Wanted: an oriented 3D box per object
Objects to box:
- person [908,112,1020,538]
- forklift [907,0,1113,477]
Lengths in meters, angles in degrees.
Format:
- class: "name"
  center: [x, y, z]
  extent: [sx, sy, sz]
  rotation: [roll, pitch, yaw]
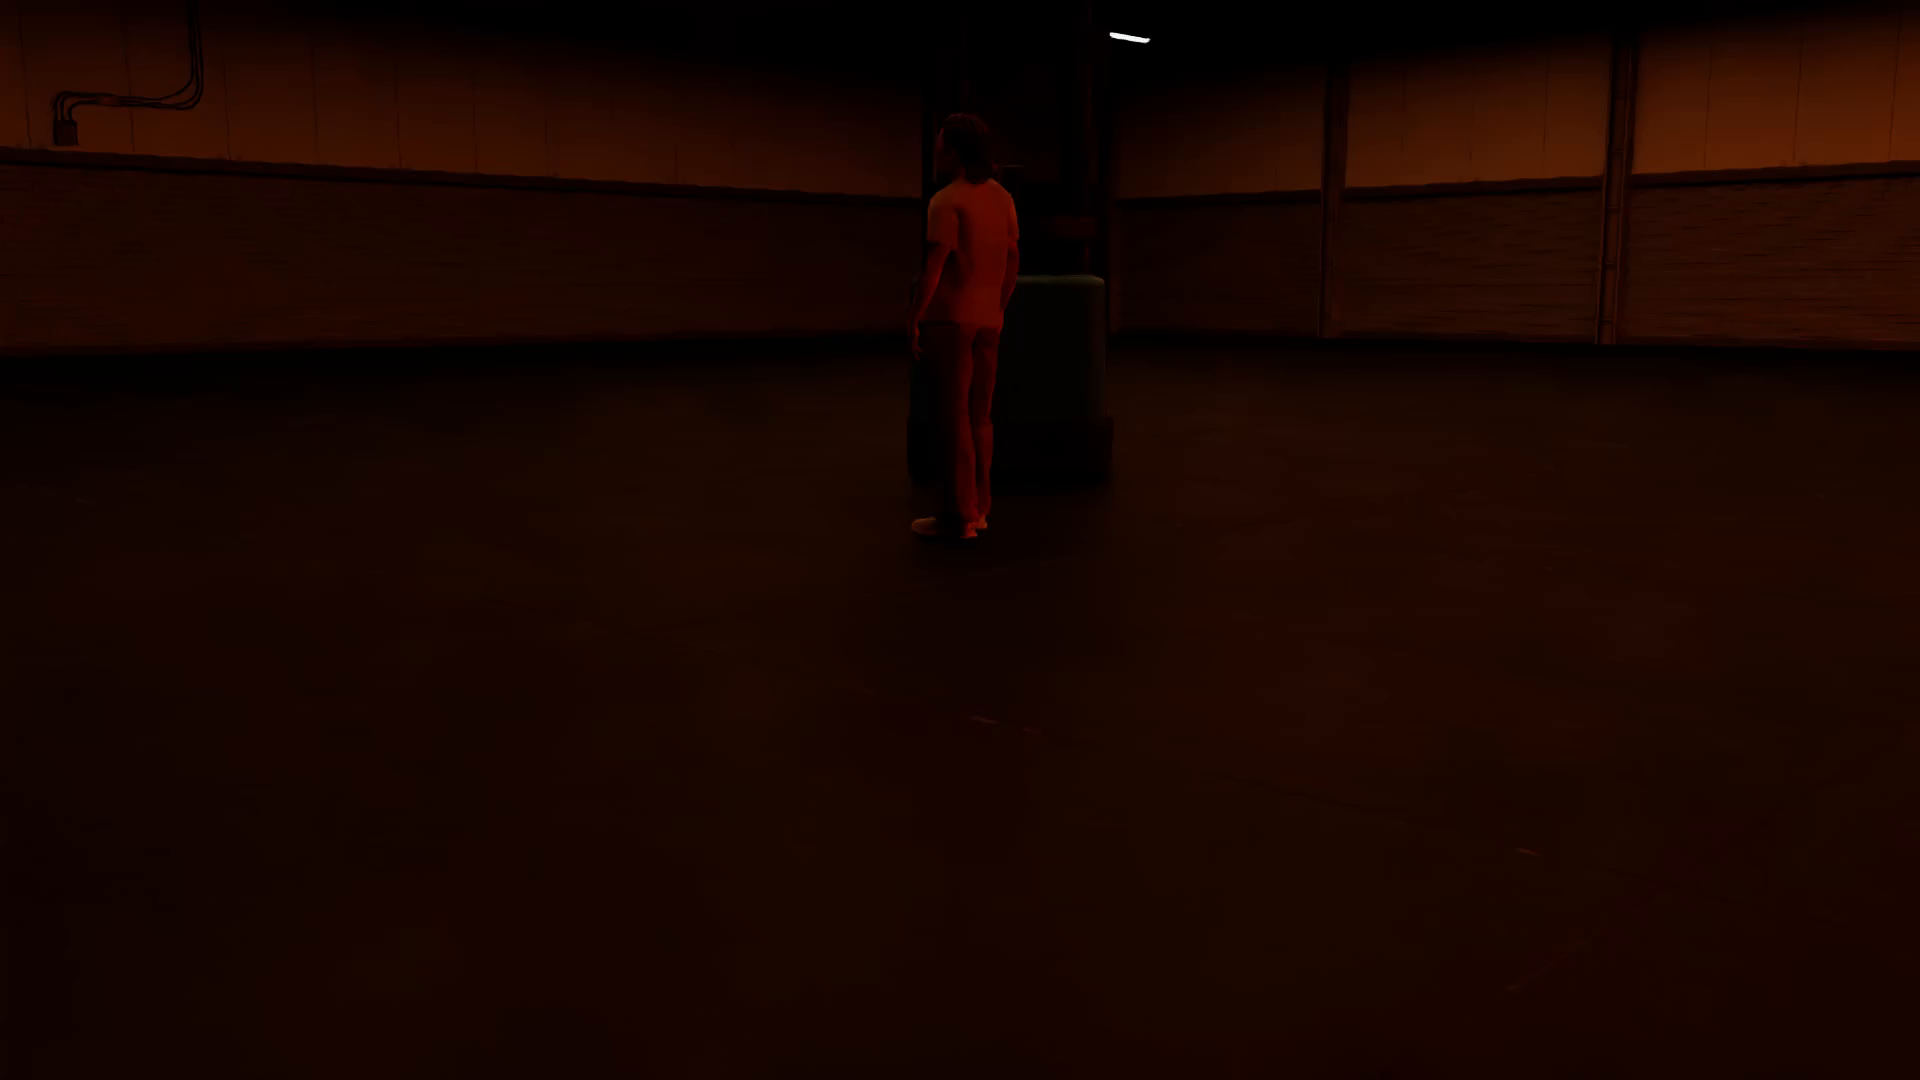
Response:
- class: "person"
  center: [-0.046, -0.834, 6.652]
  extent: [0.548, 1.652, 0.554]
  rotation: [8, 12, 43]
- class: "forklift"
  center: [0.337, -1.972, 9.971]
  extent: [1.130, 2.935, 3.031]
  rotation: [1, 9, 4]
